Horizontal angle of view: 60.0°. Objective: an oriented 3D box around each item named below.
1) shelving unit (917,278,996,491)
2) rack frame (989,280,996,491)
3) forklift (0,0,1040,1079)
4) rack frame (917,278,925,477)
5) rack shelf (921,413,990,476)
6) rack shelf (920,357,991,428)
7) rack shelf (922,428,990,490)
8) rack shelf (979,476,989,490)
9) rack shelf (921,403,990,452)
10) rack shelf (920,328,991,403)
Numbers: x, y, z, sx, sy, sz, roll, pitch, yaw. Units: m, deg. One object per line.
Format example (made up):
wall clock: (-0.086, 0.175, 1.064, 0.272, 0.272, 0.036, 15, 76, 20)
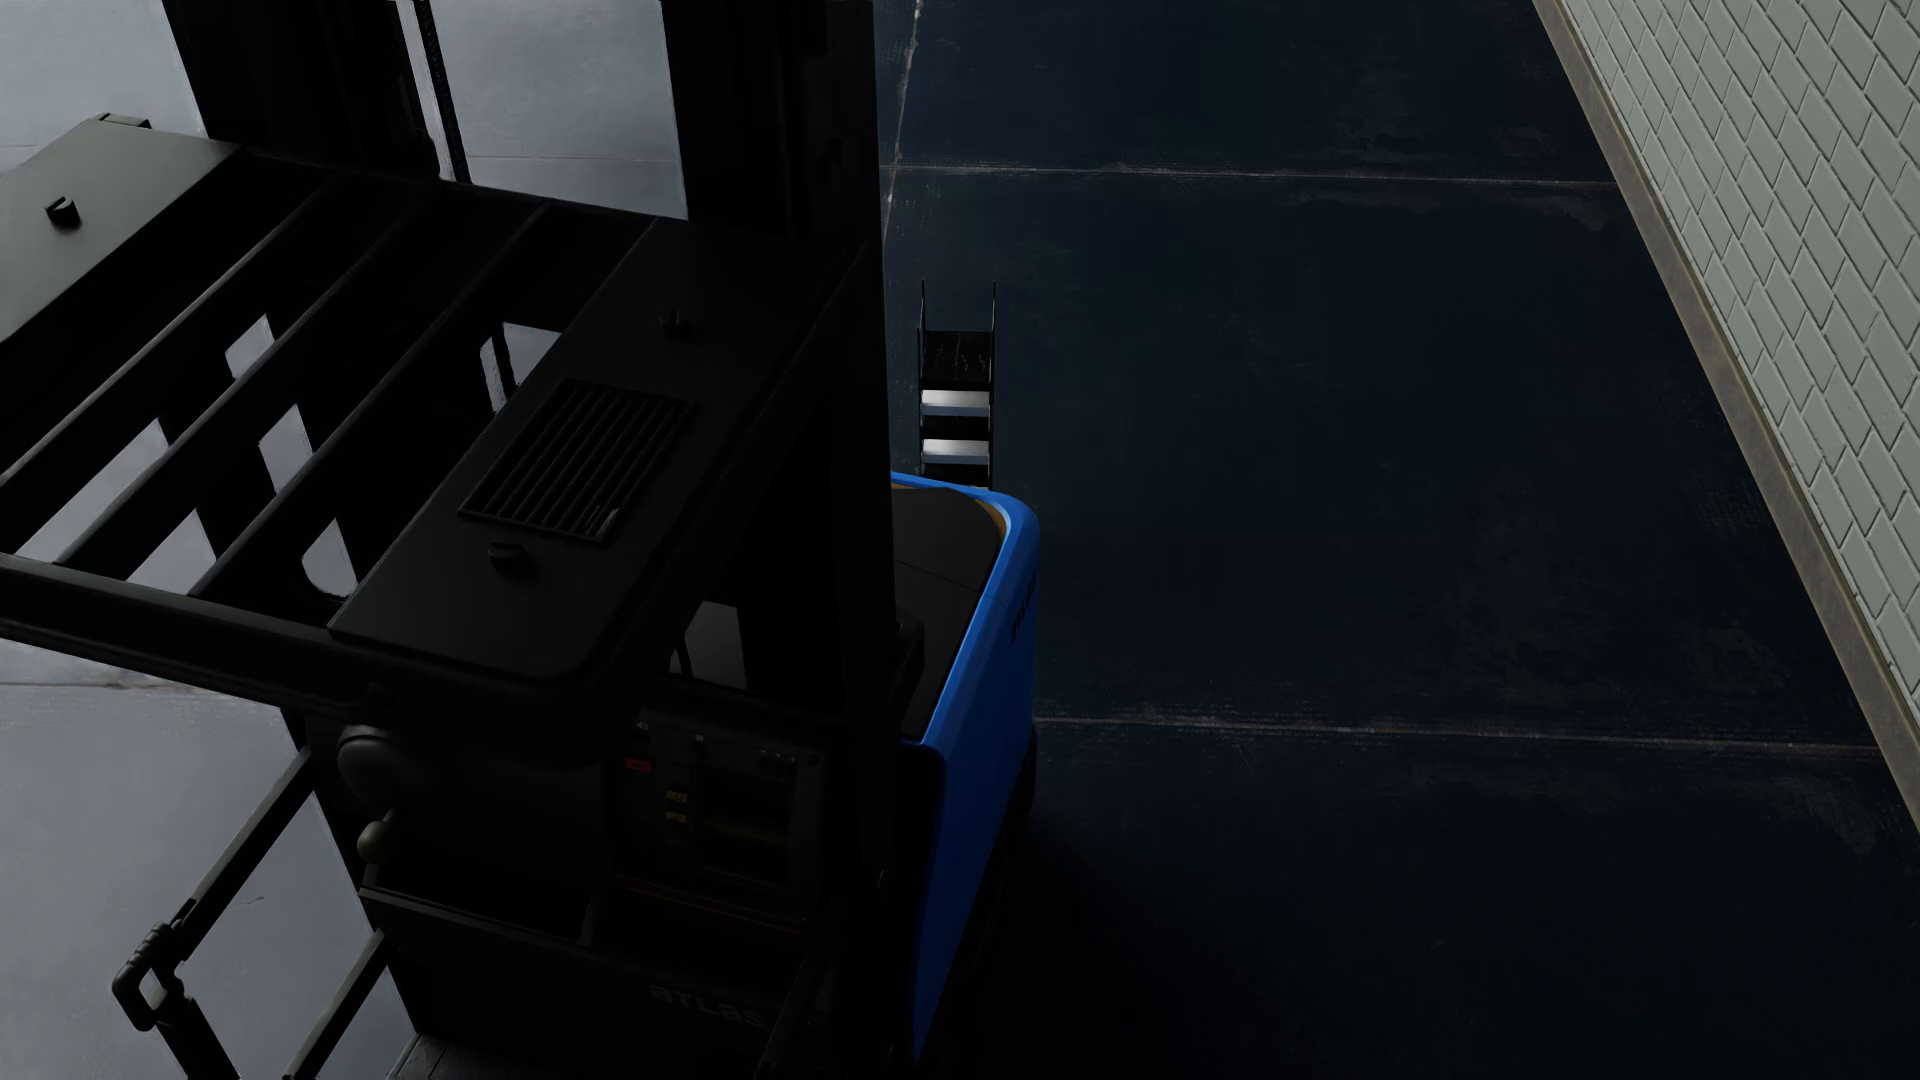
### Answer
shelving unit: (-0.008, -0.330, 4.944, 0.210, 0.900, 0.258, 2, 43, 2)
rack frame: (0.093, -0.326, 4.940, 0.006, 0.900, 0.240, 2, 43, 2)
forklift: (-0.717, 0.487, 2.577, 1.130, 2.935, 3.031, 12, 44, 12)
rack frame: (-0.110, -0.333, 4.947, 0.006, 0.900, 0.240, 2, 43, 2)
rack shelf: (-0.008, -0.305, 4.966, 0.200, 0.077, 0.258, 2, 43, 2)
rack shelf: (-0.008, -0.437, 4.844, 0.200, 0.077, 0.258, 2, 43, 2)
rack shelf: (-0.008, -0.239, 5.028, 0.200, 0.077, 0.258, 2, 43, 2)
rack shelf: (-0.008, -0.173, 5.089, 0.200, 0.077, 0.258, 2, 43, 2)
rack shelf: (-0.008, -0.371, 4.905, 0.200, 0.077, 0.258, 2, 43, 2)
rack shelf: (-0.008, -0.503, 4.782, 0.200, 0.077, 0.258, 2, 43, 2)
